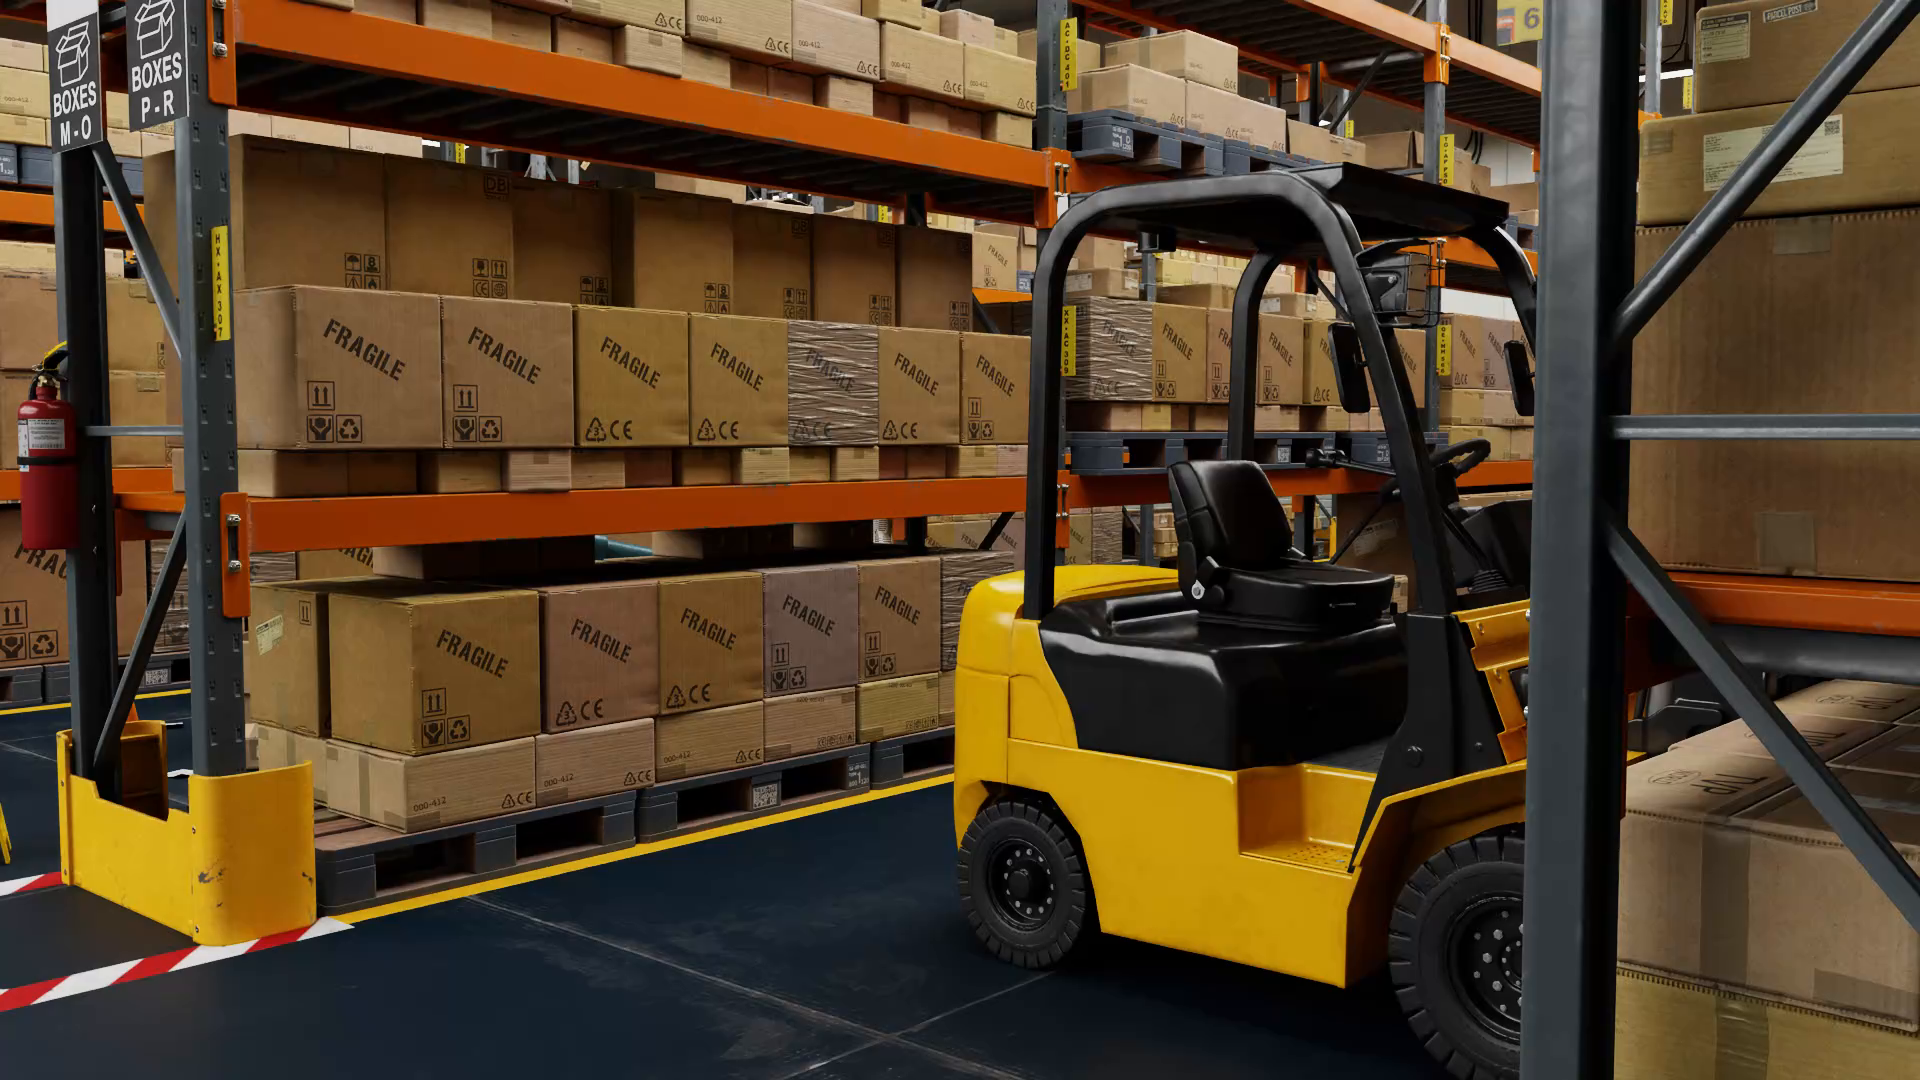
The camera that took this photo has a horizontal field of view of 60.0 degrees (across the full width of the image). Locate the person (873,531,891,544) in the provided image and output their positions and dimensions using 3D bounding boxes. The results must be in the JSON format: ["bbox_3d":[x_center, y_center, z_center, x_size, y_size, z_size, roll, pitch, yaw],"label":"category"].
[{"bbox_3d":[-0.872,0.264,11.759,0.908,0.981,0.462,3,5,39],"label":"person"}]
